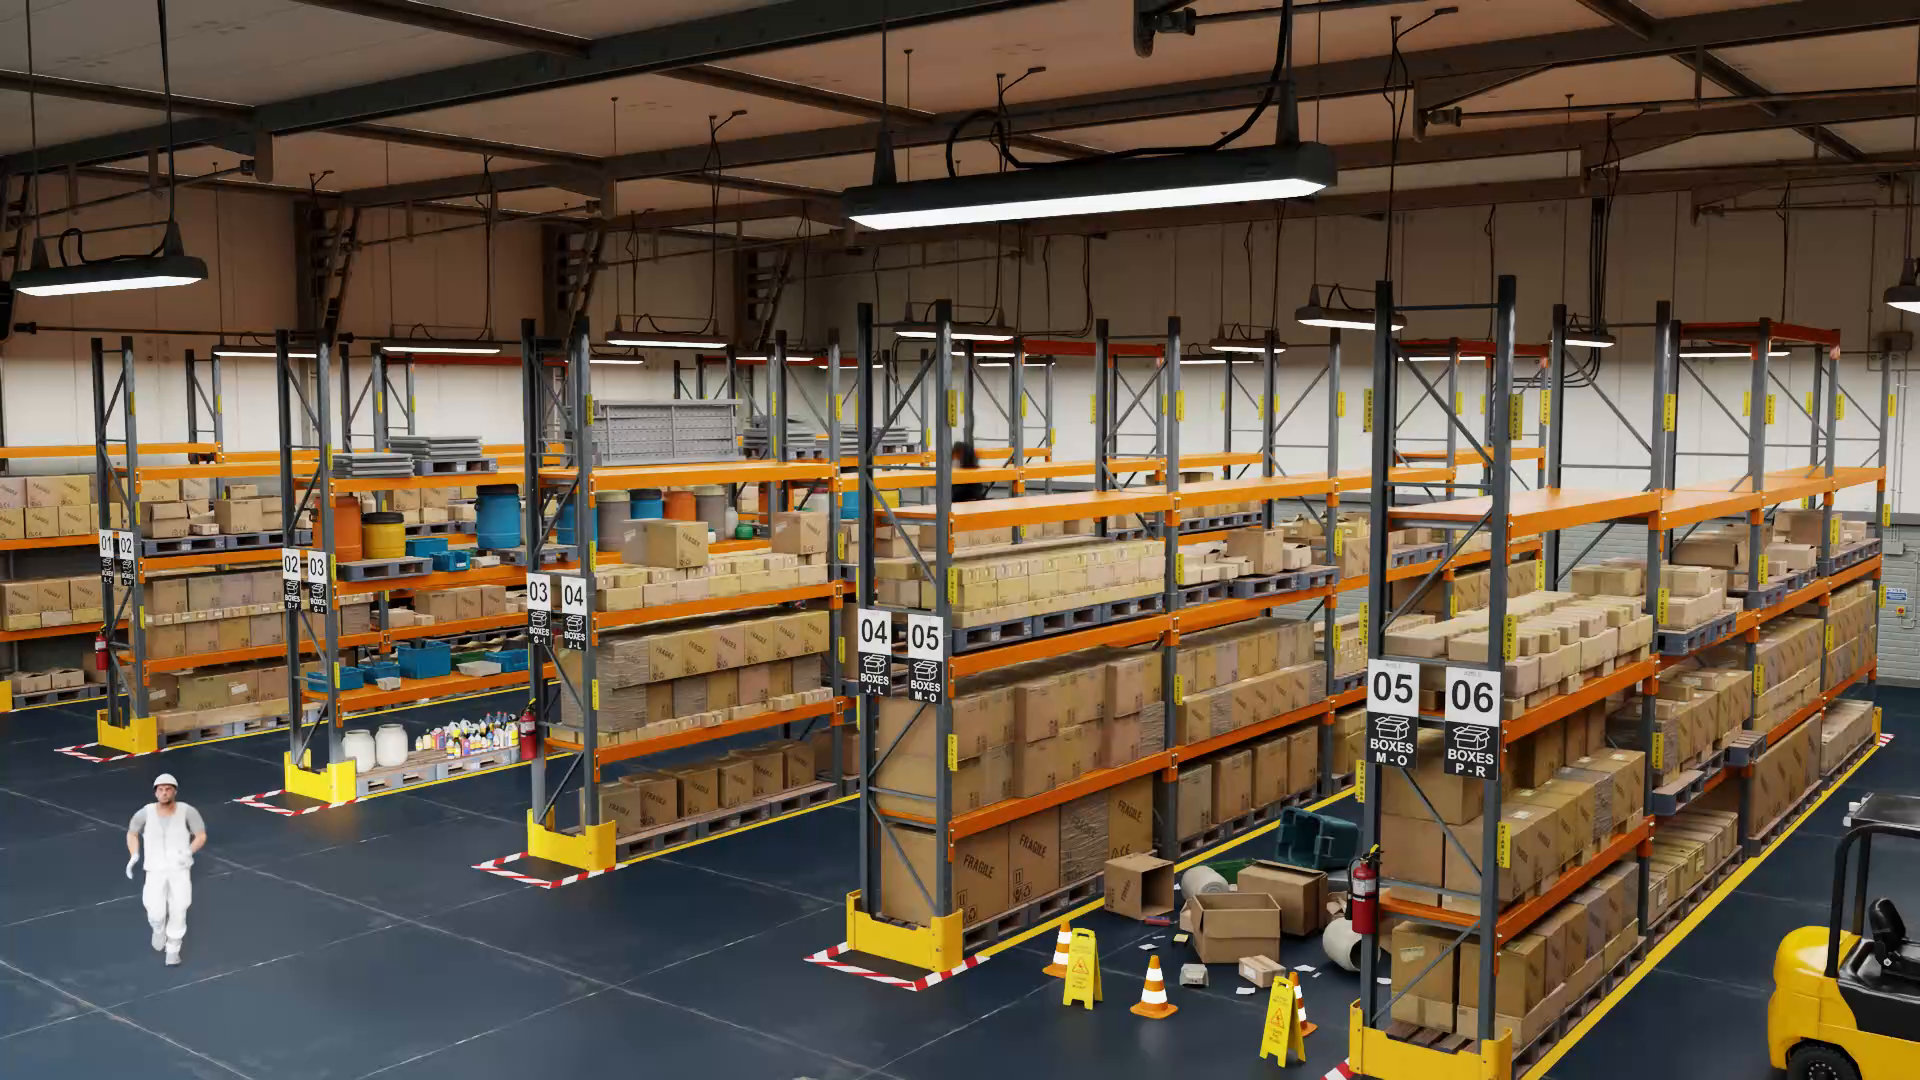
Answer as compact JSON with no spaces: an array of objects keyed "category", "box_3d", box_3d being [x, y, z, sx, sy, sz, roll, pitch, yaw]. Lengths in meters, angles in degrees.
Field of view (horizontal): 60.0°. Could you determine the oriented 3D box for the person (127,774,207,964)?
[{"category":"person","box_3d":[-7.178,2.988,15.062,0.666,1.737,0.580,-2,5,-22]}]
